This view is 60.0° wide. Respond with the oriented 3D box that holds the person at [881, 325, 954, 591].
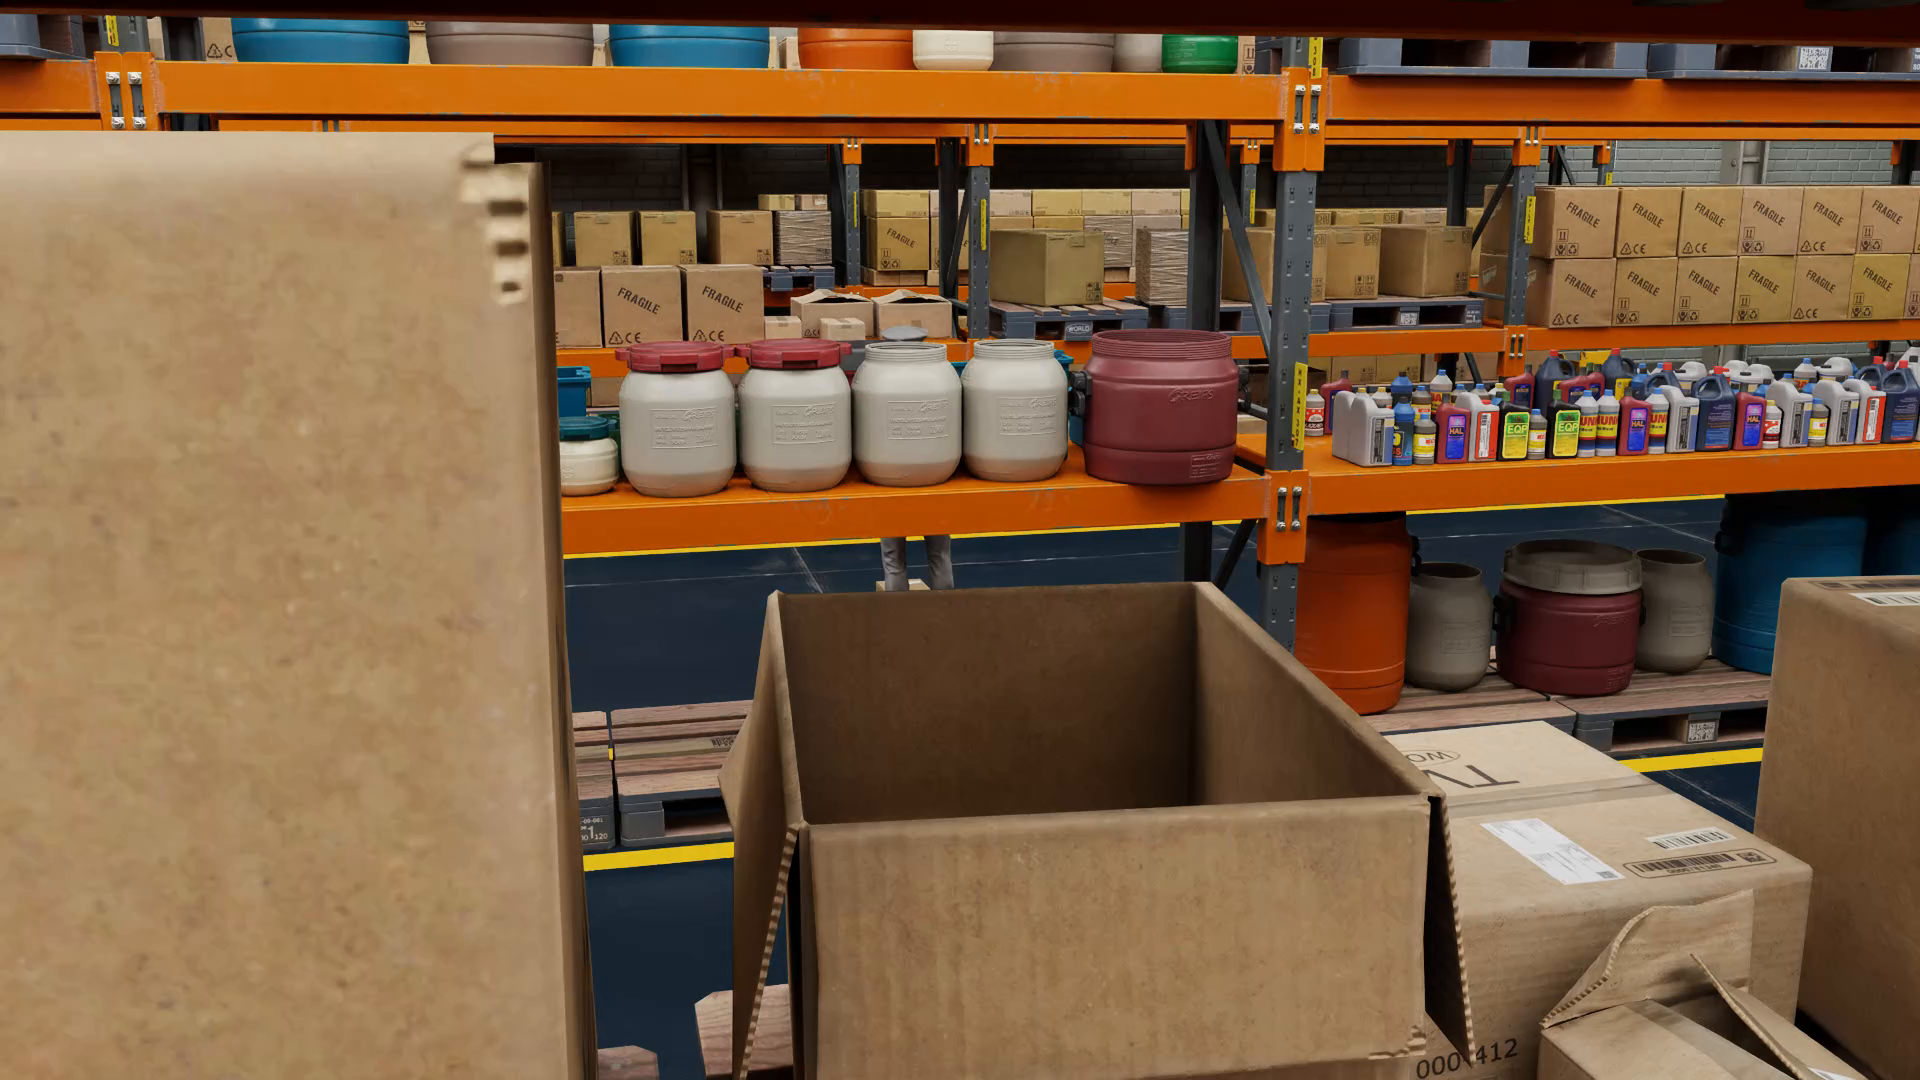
[{"bbox_3d":[-0.246,-0.270,8.649,0.535,1.663,0.379,-3,13,-14],"label":"person"}]
